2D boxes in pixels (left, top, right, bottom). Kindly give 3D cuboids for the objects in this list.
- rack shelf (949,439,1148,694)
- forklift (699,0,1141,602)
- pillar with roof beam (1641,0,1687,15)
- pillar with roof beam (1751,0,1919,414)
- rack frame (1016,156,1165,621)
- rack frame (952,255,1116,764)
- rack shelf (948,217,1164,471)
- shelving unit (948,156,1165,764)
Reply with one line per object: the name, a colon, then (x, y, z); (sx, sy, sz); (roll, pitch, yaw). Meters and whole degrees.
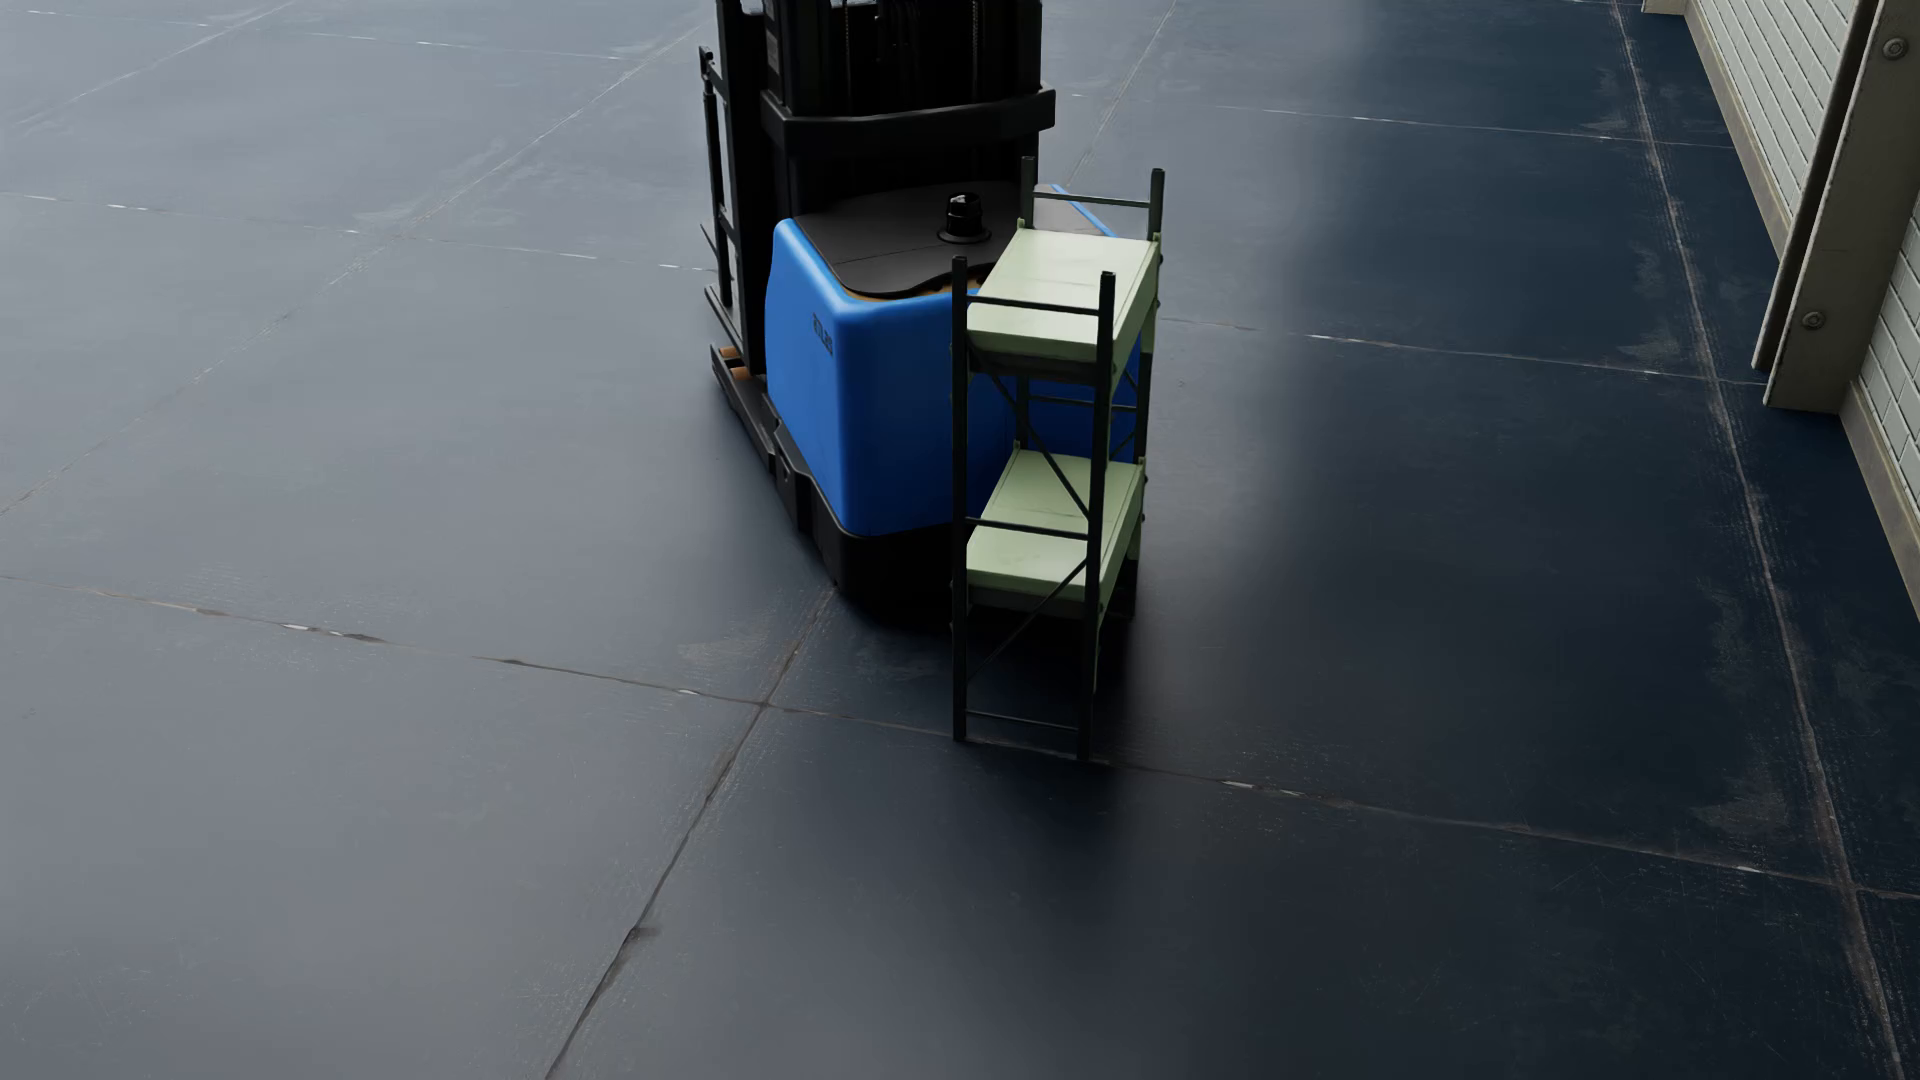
rack shelf: (0.271, 0.059, 4.867); (0.431, 0.370, 0.720); (8, 33, 13)
forklift: (-0.363, -1.821, 5.882); (1.130, 2.935, 3.031); (-11, 34, -16)
pillar with roof beam: (0.745, -8.110, 10.119); (9.100, 9.000, 0.400); (8, 33, 12)
pillar with roof beam: (-0.778, -4.996, 5.221); (9.100, 9.000, 0.400); (8, 33, 12)
rack frame: (0.366, -0.406, 4.990); (0.400, 1.500, 0.023); (8, 33, 13)
rack frame: (0.176, -0.026, 4.394); (0.400, 1.500, 0.023); (8, 33, 13)
rack shelf: (0.271, -0.545, 4.483); (0.431, 0.370, 0.720); (8, 33, 13)
shelving unit: (0.271, -0.216, 4.692); (0.431, 1.500, 0.755); (8, 33, 13)
